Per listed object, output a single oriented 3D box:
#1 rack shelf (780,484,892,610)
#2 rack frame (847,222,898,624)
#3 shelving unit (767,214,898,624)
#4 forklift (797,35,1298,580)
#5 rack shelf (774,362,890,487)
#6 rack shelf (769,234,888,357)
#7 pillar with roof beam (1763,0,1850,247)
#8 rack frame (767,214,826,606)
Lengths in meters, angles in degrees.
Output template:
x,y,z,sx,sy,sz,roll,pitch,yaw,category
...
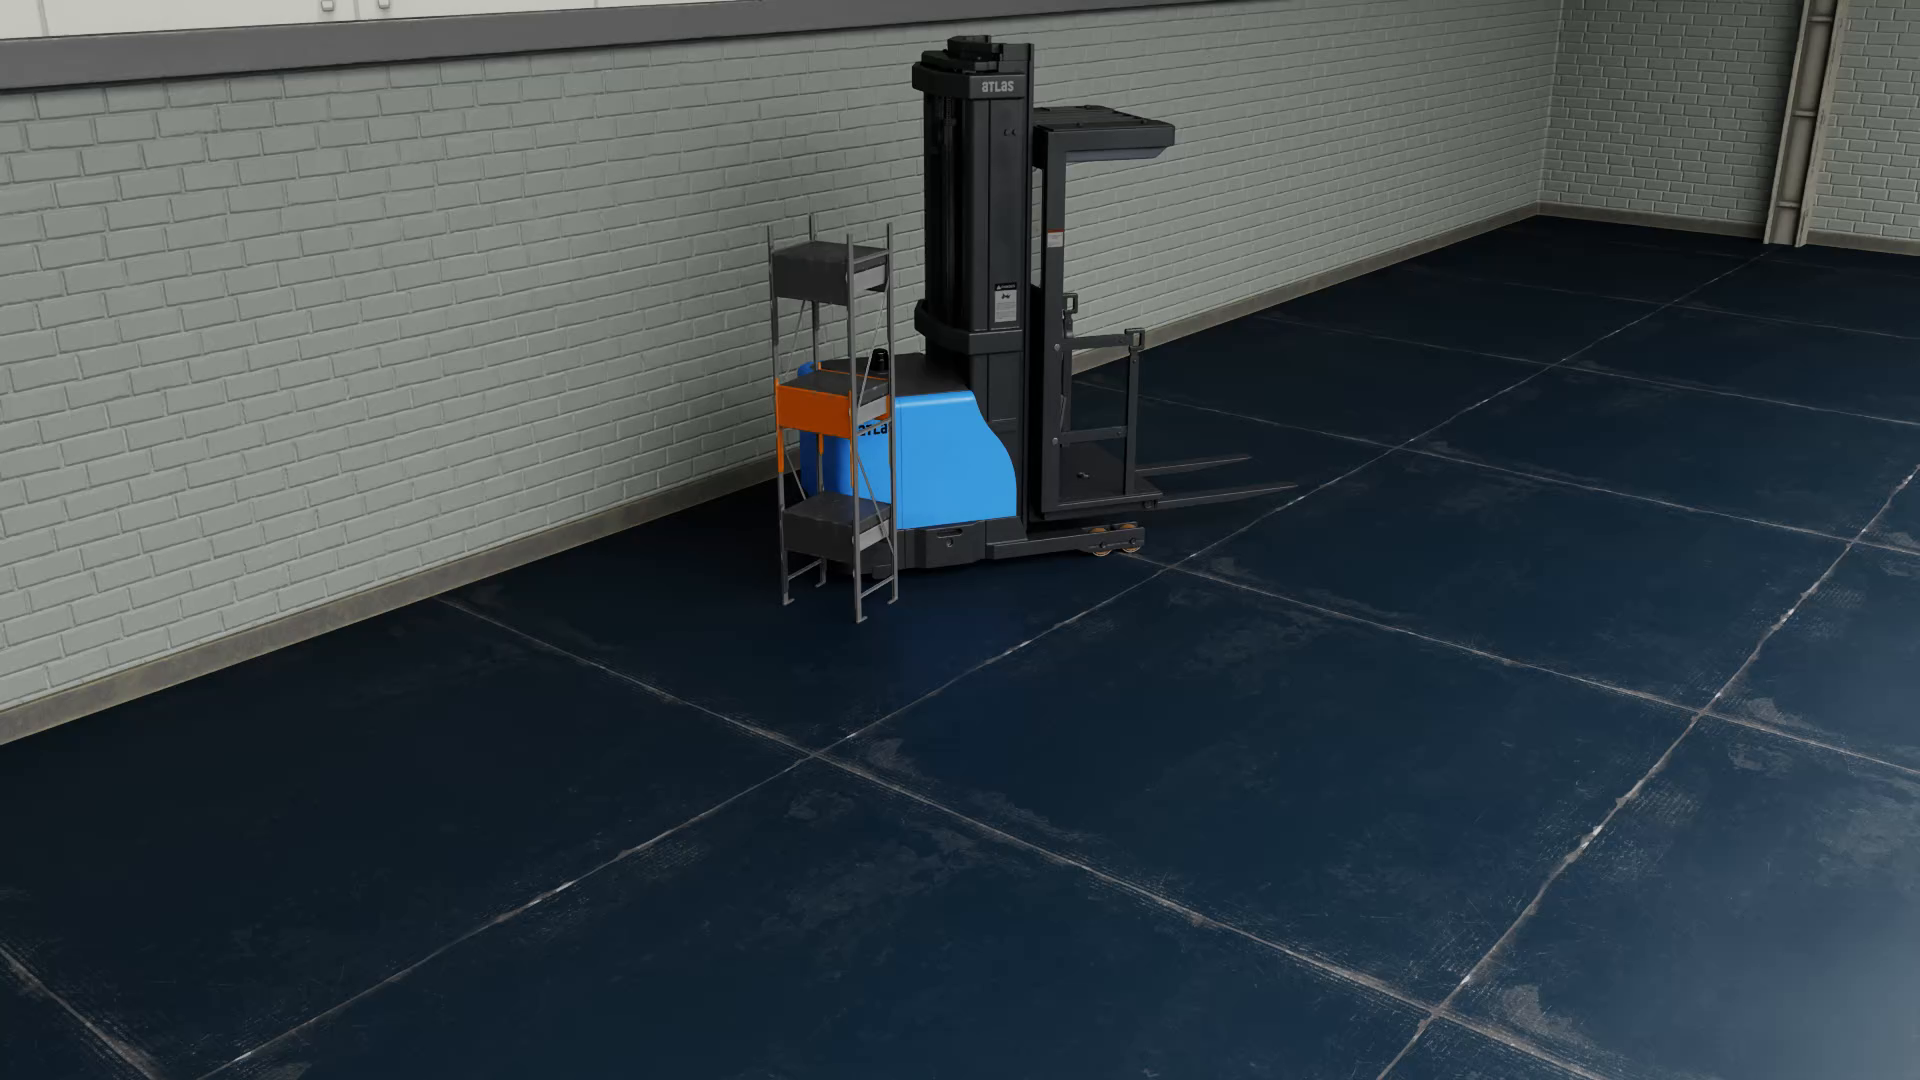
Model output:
x,y,z,sx,sy,sz,roll,pitch,yaw,category
-0.665,0.032,9.130,0.480,0.518,0.431,12,24,28,rack shelf
-0.454,-0.592,8.762,0.015,2.100,0.400,12,24,28,rack frame
-0.665,-0.636,8.878,0.503,2.100,0.431,12,24,28,shelving unit
0.589,-1.443,9.841,3.031,2.935,1.130,-7,22,-18,forklift
-0.665,-0.623,8.883,0.480,0.518,0.431,12,24,28,rack shelf
-0.665,-1.278,8.636,0.480,0.518,0.431,12,24,28,rack shelf
6.848,-6.478,14.593,0.400,9.000,9.100,16,26,36,pillar with roof beam
-0.875,-0.679,8.994,0.015,2.100,0.400,12,24,28,rack frame
